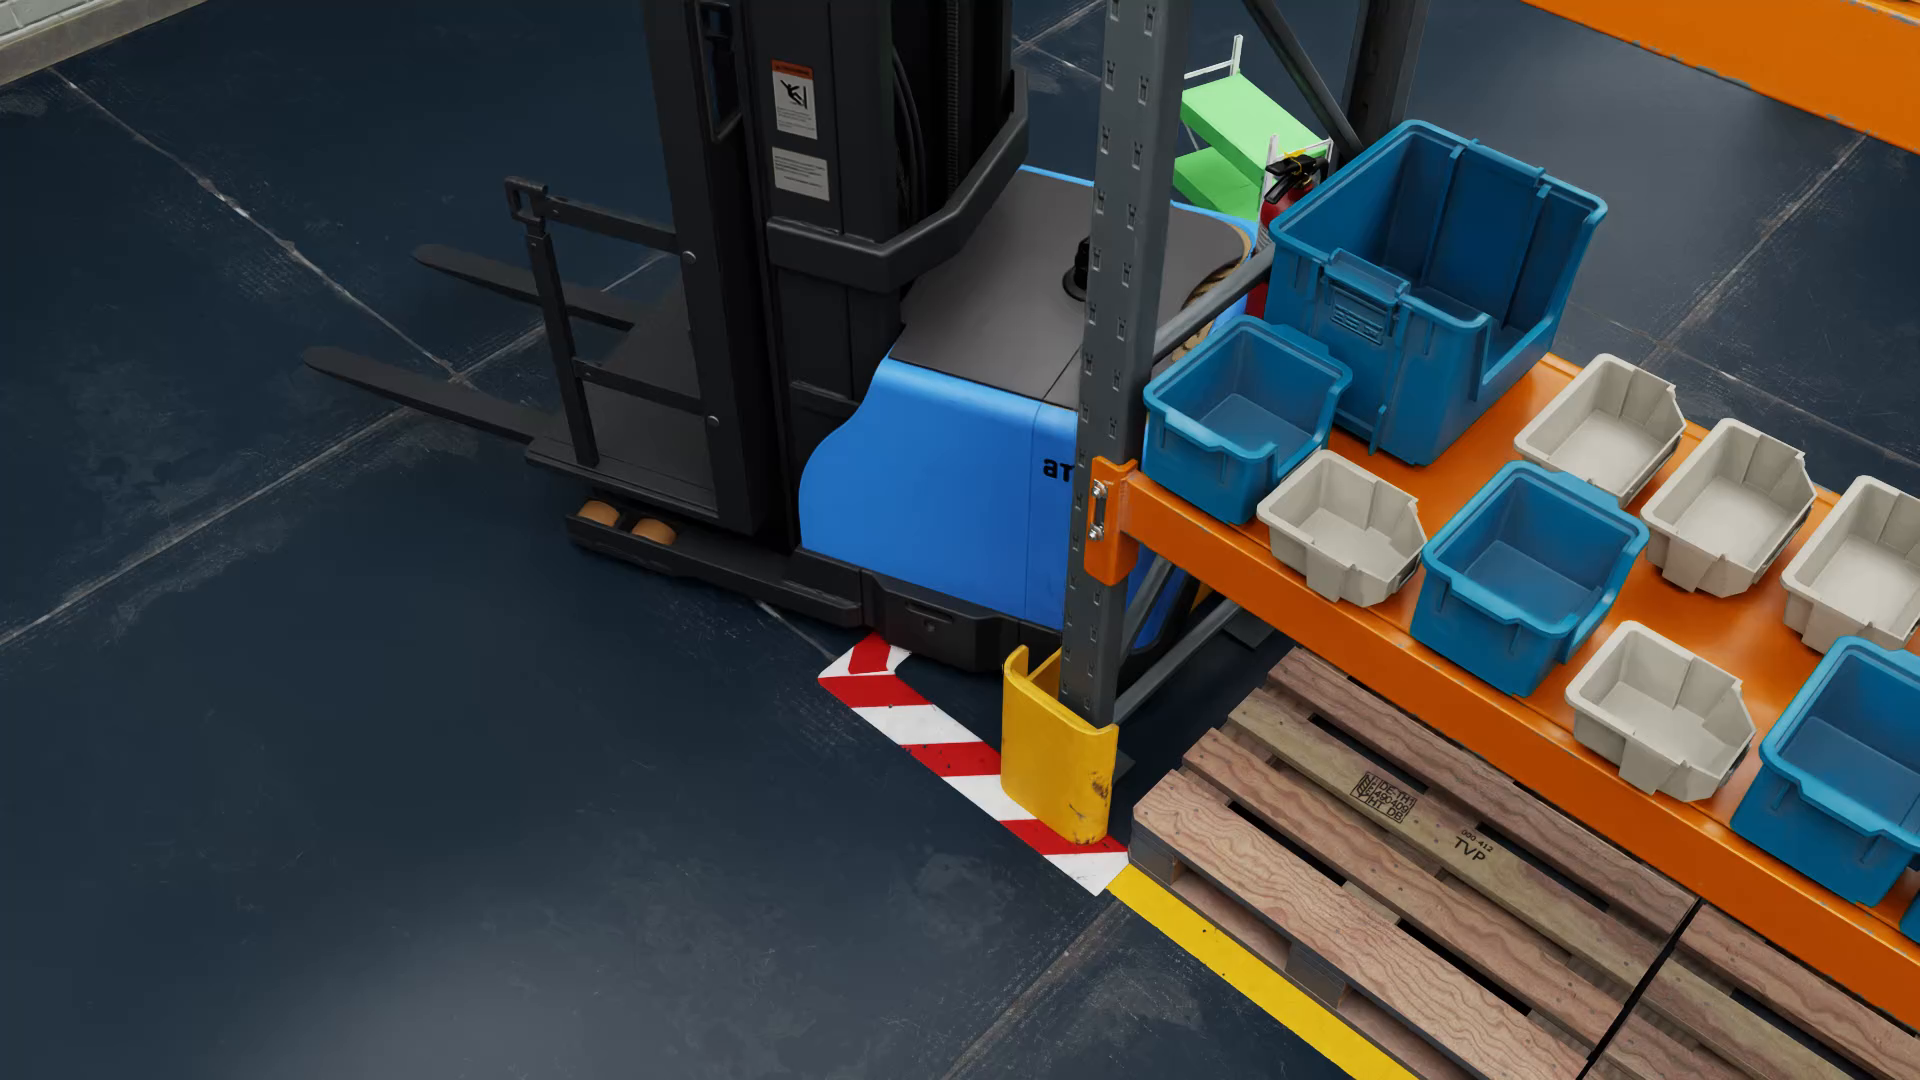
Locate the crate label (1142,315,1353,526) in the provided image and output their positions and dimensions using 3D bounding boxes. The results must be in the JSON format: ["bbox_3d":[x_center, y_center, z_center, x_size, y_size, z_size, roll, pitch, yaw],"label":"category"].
[{"bbox_3d":[0.593,-0.242,3.493,0.303,0.233,0.416,34,55,28],"label":"crate label"}]

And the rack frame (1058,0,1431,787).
[{"bbox_3d":[0.634,-0.577,3.734,0.127,3.000,1.000,34,55,28],"label":"rack frame"}]

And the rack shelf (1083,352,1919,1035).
[{"bbox_3d":[2.104,0.658,3.068,4.000,0.370,1.077,34,55,28],"label":"rack shelf"}]

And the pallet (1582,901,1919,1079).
[{"bbox_3d":[2.106,1.409,3.782,1.213,0.211,1.003,34,55,28],"label":"pallet"}]

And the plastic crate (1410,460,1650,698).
[{"bbox_3d":[1.076,0.084,3.188,0.300,0.233,0.416,34,55,28],"label":"plastic crate"}]

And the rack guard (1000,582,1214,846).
[{"bbox_3d":[0.608,0.274,4.650,0.348,0.500,1.175,34,55,28],"label":"rack guard"}]

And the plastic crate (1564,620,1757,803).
[{"bbox_3d":[1.271,0.329,3.023,0.298,0.136,0.250,34,55,28],"label":"plastic crate"}]

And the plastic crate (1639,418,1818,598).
[{"bbox_3d":[1.560,-0.050,3.379,0.243,0.136,0.396,34,55,28],"label":"plastic crate"}]

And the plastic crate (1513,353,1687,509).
[{"bbox_3d":[1.357,-0.201,3.521,0.243,0.136,0.396,34,55,28],"label":"plastic crate"}]

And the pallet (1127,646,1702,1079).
[{"bbox_3d":[1.214,0.806,4.348,1.213,0.211,1.003,34,55,28],"label":"pallet"}]

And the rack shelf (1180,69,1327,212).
[{"bbox_3d":[0.864,-1.204,4.987,0.258,0.148,0.480,-22,50,-19],"label":"rack shelf"}]

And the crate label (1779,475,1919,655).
[{"bbox_3d":[1.781,0.075,3.262,0.243,0.136,0.396,34,55,28],"label":"crate label"}]

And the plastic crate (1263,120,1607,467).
[{"bbox_3d":[1.007,-0.544,3.638,0.499,0.435,0.616,34,55,28],"label":"plastic crate"}]

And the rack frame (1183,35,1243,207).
[{"bbox_3d":[0.748,-1.076,5.437,0.240,1.200,0.015,-22,50,-19],"label":"rack frame"}]

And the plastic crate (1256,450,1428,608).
[{"bbox_3d":[0.772,-0.006,3.338,0.298,0.136,0.250,34,55,28],"label":"plastic crate"}]

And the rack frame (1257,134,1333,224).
[{"bbox_3d":[0.981,-0.763,5.144,0.240,1.200,0.015,-22,50,-19],"label":"rack frame"}]

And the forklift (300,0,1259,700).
[{"bbox_3d":[-0.670,-1.242,4.405,3.031,2.935,1.130,17,49,16],"label":"forklift"}]

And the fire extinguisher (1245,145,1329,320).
[{"bbox_3d":[0.832,-0.741,4.197,0.183,0.674,0.296,34,55,28],"label":"fire extinguisher"}]

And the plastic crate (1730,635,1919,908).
[{"bbox_3d":[1.560,0.409,2.882,0.300,0.233,0.416,34,55,28],"label":"plastic crate"}]

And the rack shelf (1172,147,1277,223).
[{"bbox_3d":[0.864,-1.040,5.162,0.258,0.148,0.480,-22,50,-19],"label":"rack shelf"}]

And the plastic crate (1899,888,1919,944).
[{"bbox_3d":[1.781,0.558,2.743,0.300,0.233,0.416,34,55,28],"label":"plastic crate"}]

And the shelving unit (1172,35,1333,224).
[{"bbox_3d":[0.864,-0.919,5.290,0.258,1.200,0.503,-22,50,-19],"label":"shelving unit"}]
